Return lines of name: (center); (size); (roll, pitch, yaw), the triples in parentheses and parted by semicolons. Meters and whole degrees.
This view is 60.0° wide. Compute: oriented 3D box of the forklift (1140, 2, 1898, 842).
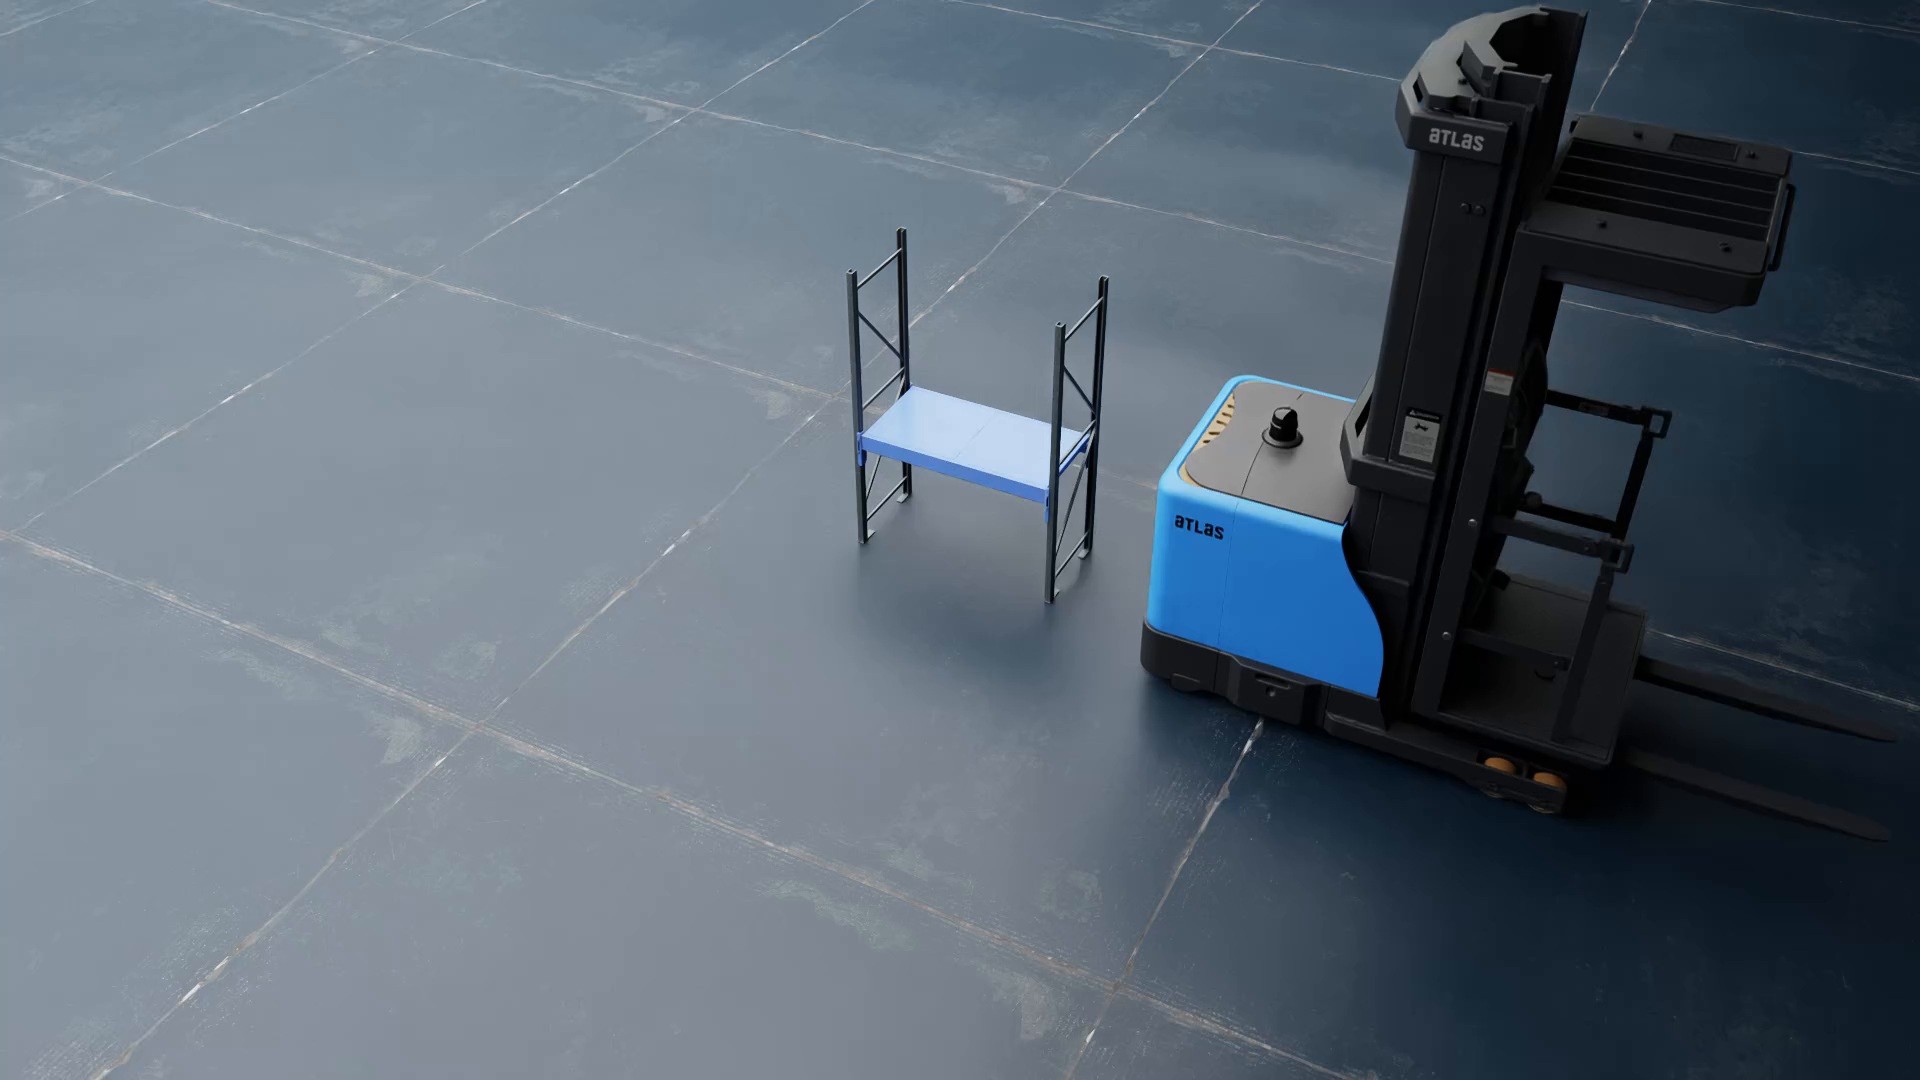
forklift: (2.360, -0.420, 6.399); (3.031, 2.935, 1.130); (17, 40, 21)

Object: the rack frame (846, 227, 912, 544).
rack frame: (-0.376, -0.715, 7.971); (0.032, 1.500, 0.500); (17, 41, 21)

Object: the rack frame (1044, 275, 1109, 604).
rack frame: (0.527, -0.432, 7.599); (0.032, 1.500, 0.500); (17, 41, 21)

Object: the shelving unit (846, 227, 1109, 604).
shelving unit: (0.076, -0.574, 7.785); (1.048, 1.500, 0.538); (17, 41, 21)

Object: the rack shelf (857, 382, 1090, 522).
rack shelf: (0.076, -0.430, 7.894); (1.000, 0.185, 0.538); (17, 41, 21)
